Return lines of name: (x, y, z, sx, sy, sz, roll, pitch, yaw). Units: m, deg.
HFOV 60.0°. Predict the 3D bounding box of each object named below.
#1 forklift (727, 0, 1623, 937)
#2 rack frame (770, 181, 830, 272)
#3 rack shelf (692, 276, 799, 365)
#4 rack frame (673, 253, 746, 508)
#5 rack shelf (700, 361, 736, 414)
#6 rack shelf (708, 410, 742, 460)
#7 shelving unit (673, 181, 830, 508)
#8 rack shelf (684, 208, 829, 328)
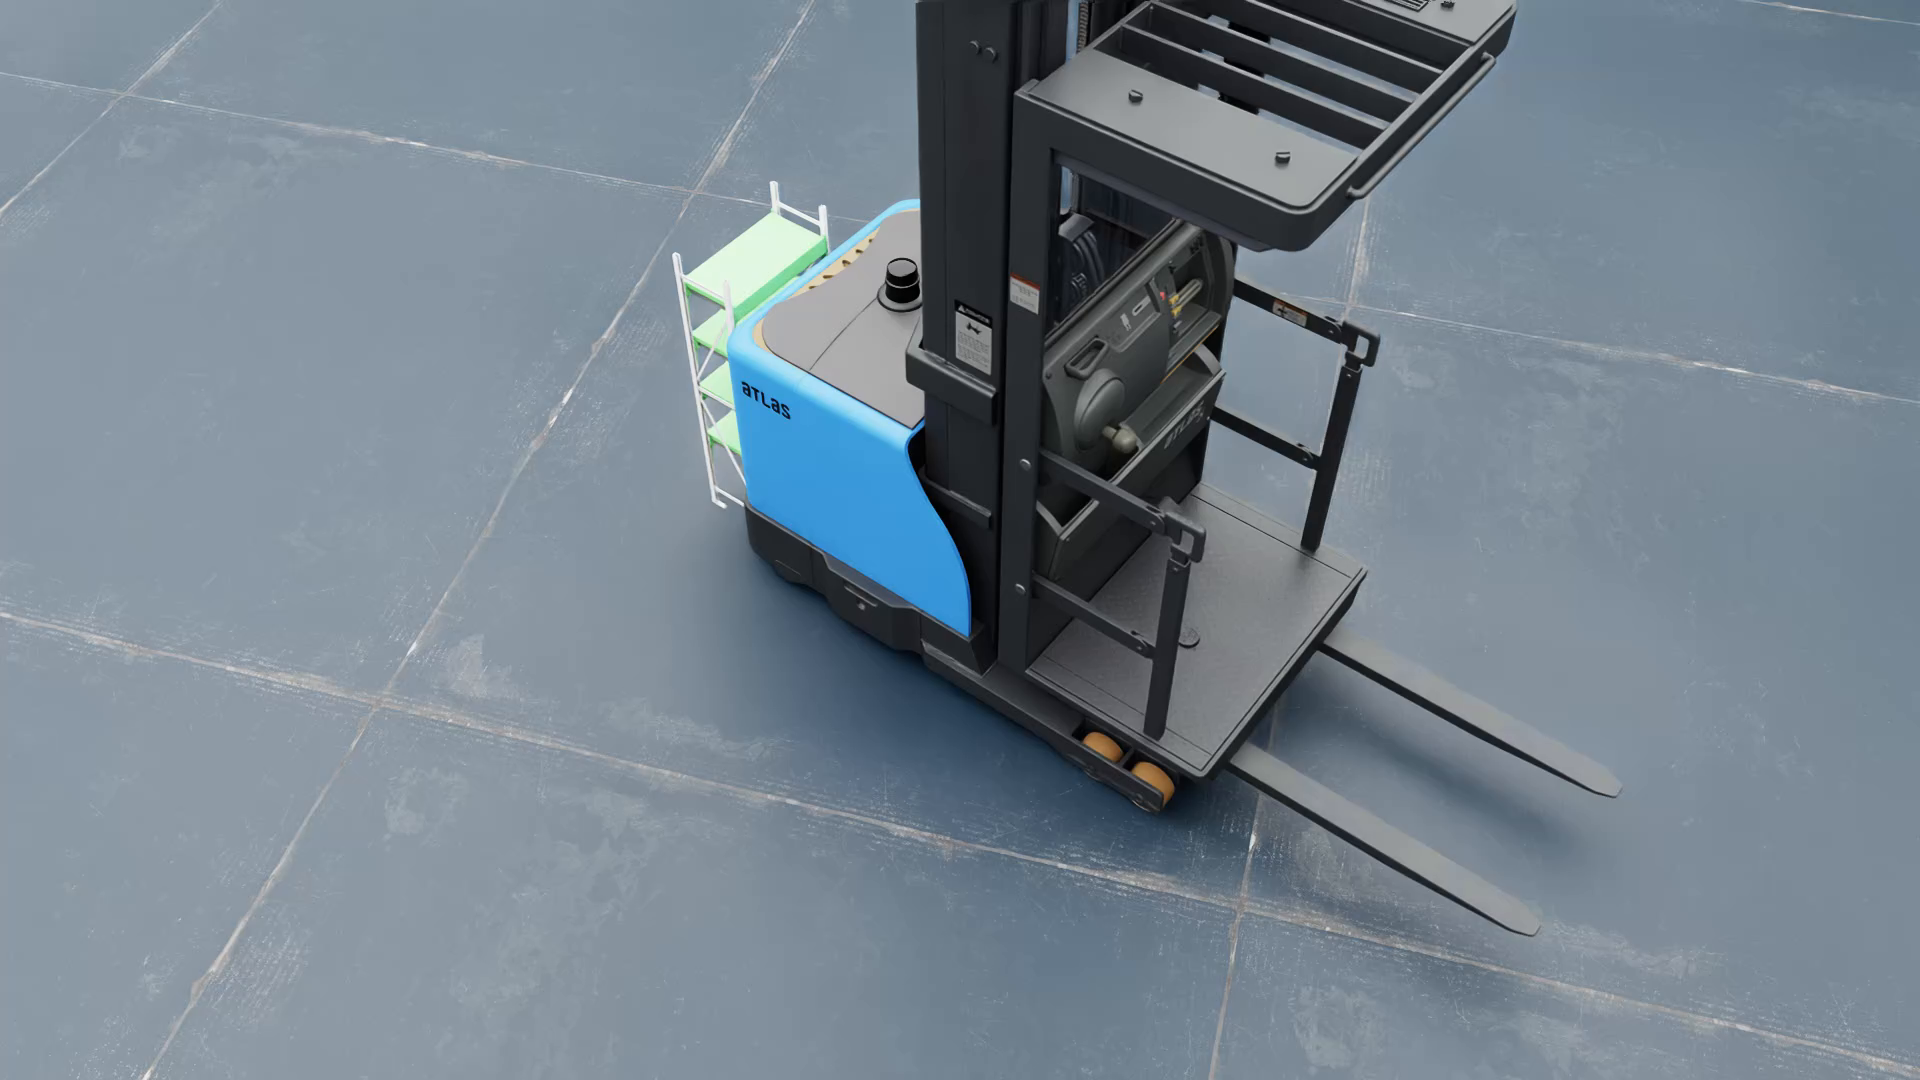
forklift: (0.698, -0.537, 4.769, 3.031, 2.935, 1.130, 30, 55, 24)
rack frame: (-0.555, -0.786, 6.143, 0.240, 1.200, 0.015, 29, 55, 23)
rack shelf: (-0.701, -0.756, 5.882, 0.258, 0.148, 0.480, 29, 55, 23)
rack frame: (-0.848, -0.493, 5.885, 0.240, 1.200, 0.015, 29, 55, 23)
rack shelf: (-0.701, -0.597, 6.062, 0.258, 0.148, 0.480, 29, 55, 23)
rack shelf: (-0.701, -0.439, 6.242, 0.258, 0.148, 0.480, 29, 55, 23)
shelving unit: (-0.701, -0.640, 6.014, 0.258, 1.200, 0.503, 29, 55, 23)
rack shelf: (-0.701, -0.915, 5.702, 0.258, 0.148, 0.480, 29, 55, 23)
